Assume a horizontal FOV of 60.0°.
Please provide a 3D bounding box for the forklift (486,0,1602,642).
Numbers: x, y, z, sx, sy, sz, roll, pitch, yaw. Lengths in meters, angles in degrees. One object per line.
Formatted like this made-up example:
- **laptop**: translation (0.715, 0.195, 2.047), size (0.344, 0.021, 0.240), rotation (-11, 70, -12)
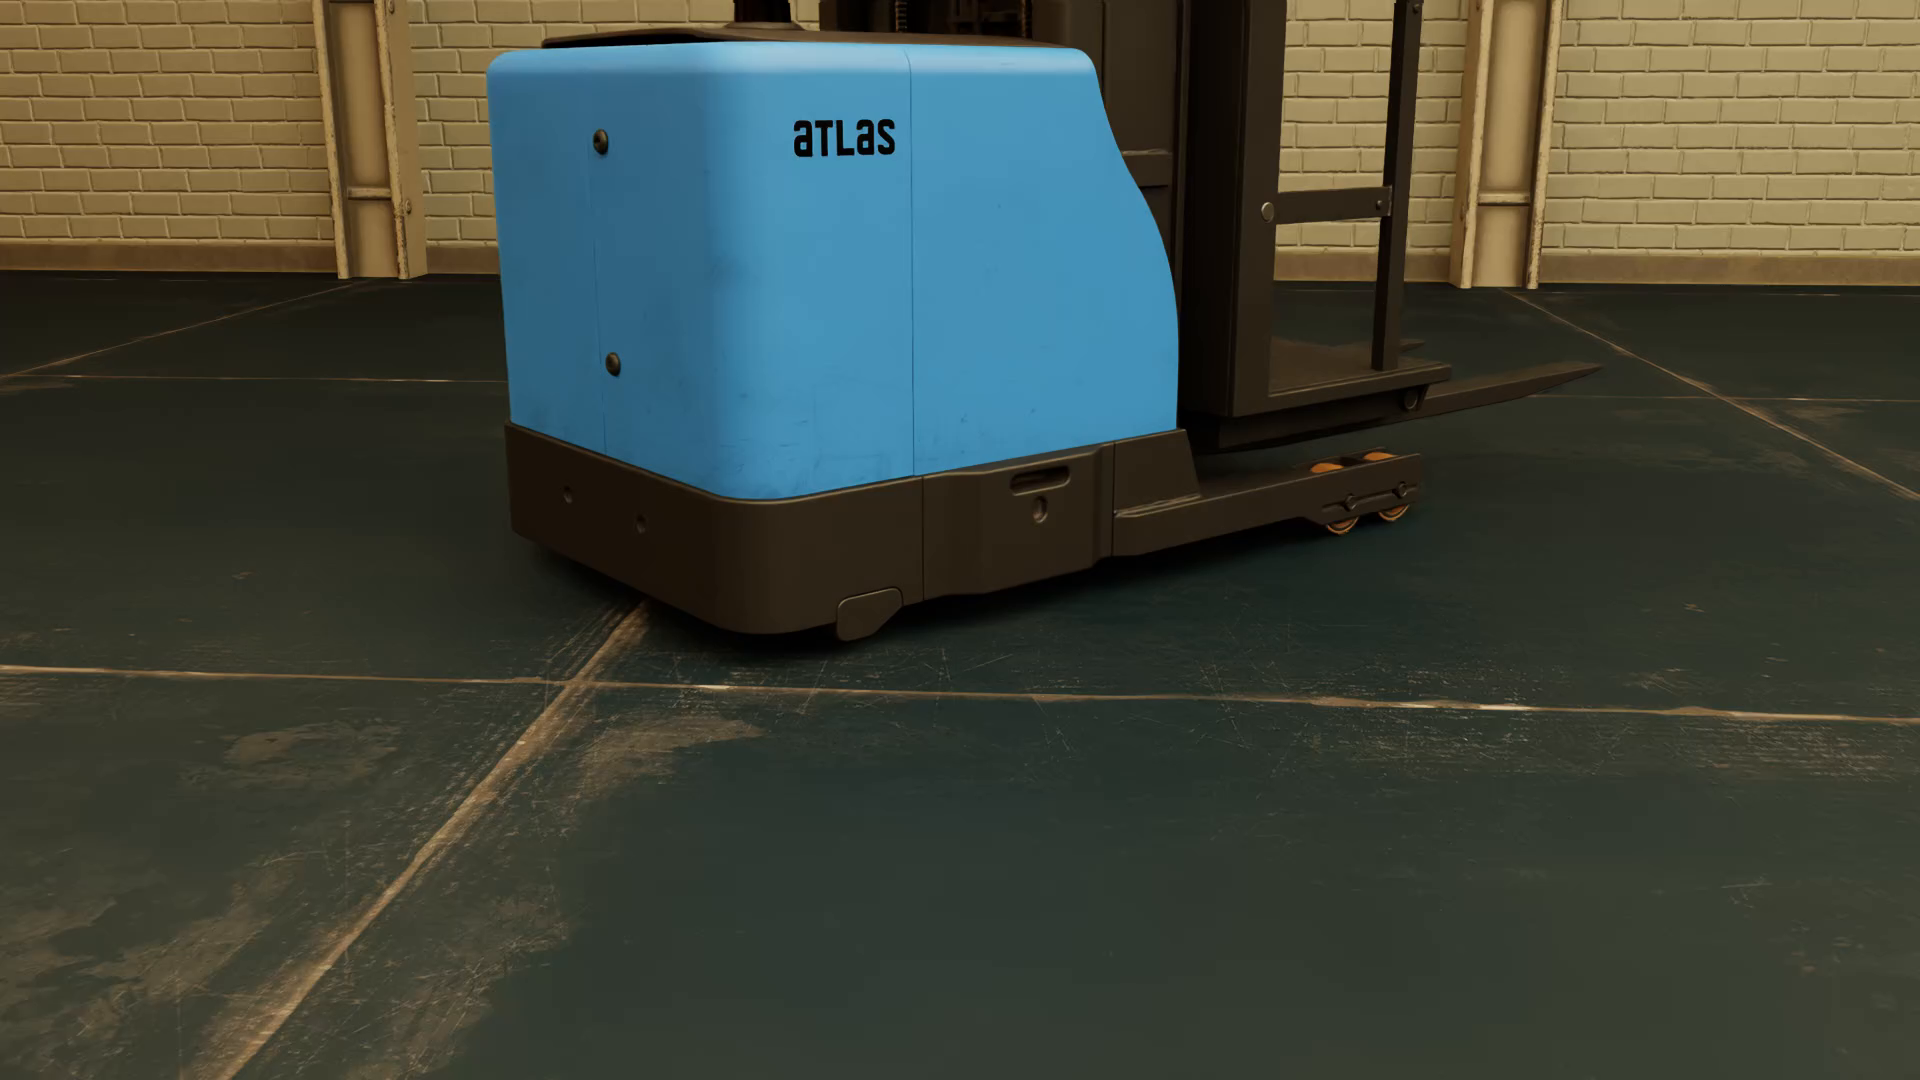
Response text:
- **forklift**: translation (0.481, -1.523, 3.831), size (3.031, 2.935, 1.130), rotation (-12, 19, -37)
